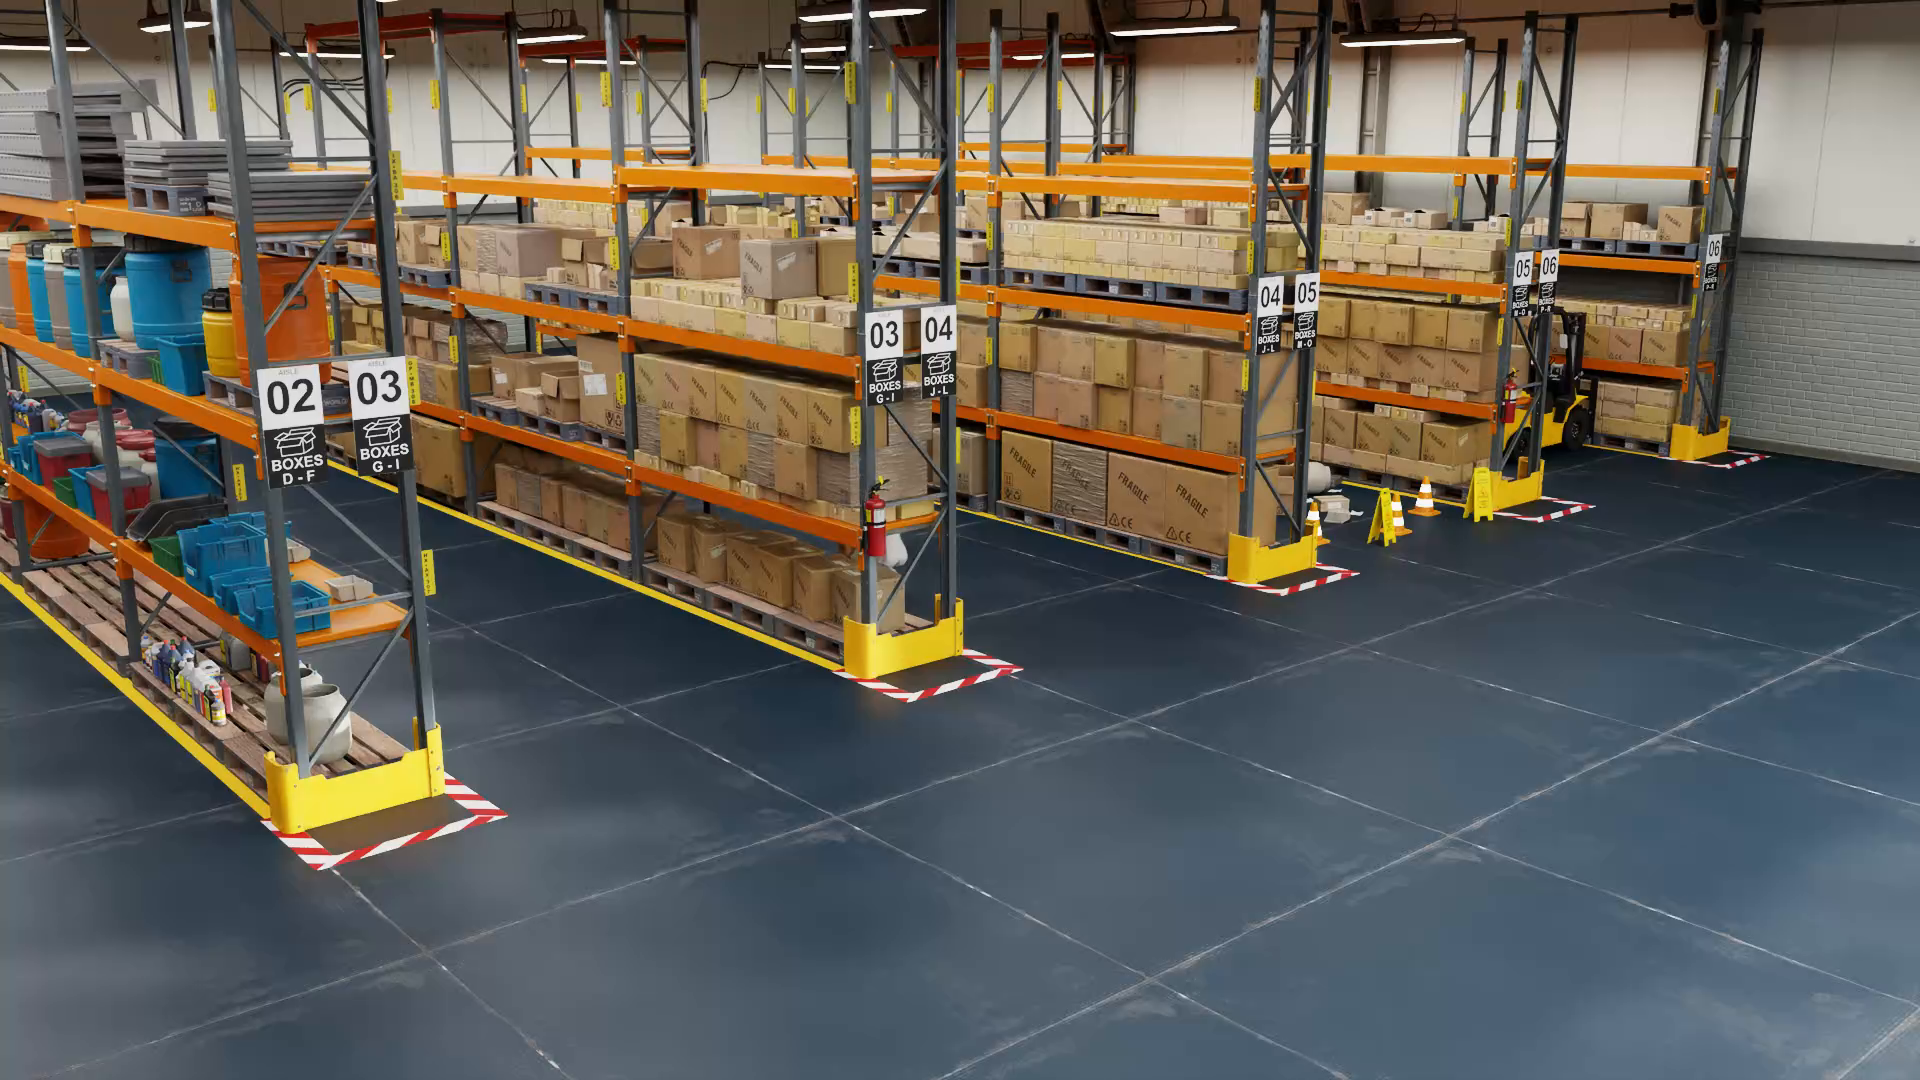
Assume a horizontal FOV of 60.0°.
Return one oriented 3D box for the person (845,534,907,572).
[{"bbox_3d":[-0.900,0.057,17.307,0.479,0.935,0.800,-12,19,-40],"label":"person"}]
